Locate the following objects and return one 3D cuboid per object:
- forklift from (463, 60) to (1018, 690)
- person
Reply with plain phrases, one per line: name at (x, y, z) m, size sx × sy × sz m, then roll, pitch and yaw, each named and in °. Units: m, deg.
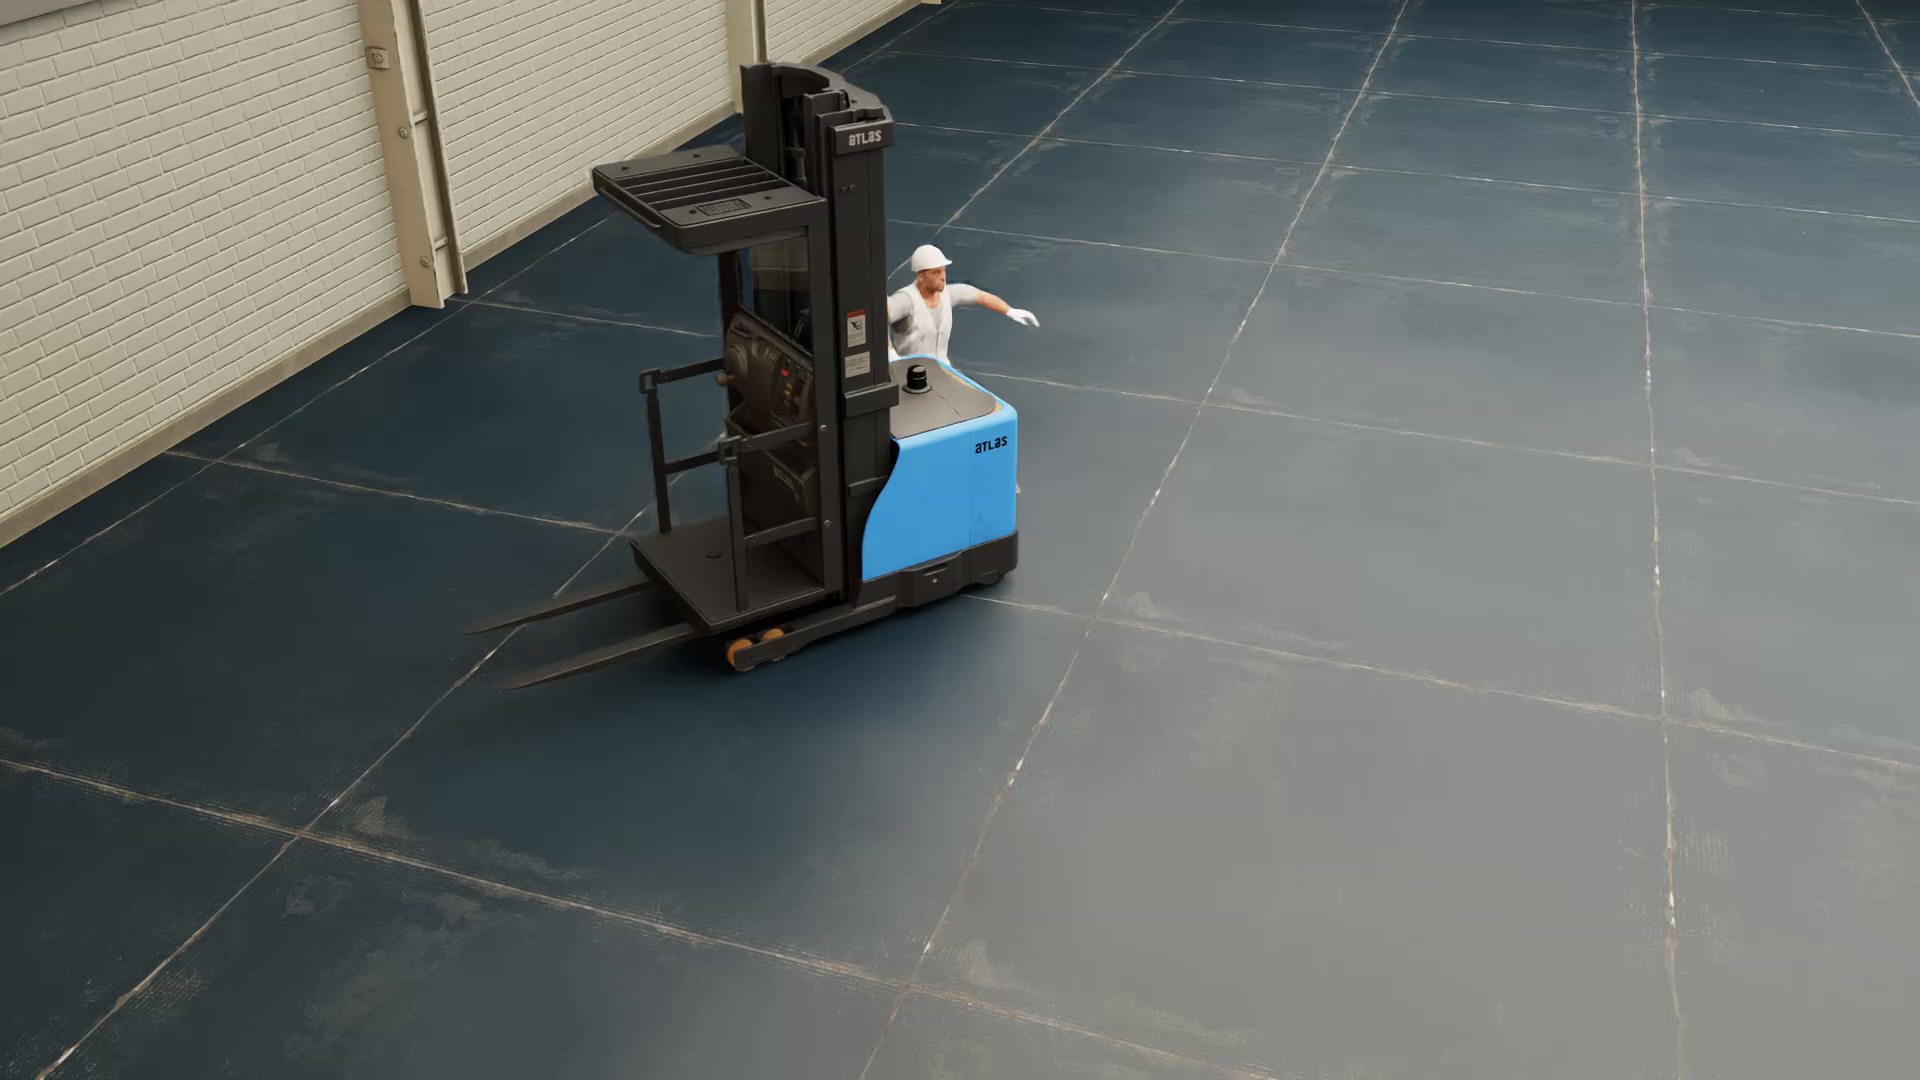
forklift at (-1.184, -0.872, 8.666) m, size 3.031 × 2.935 × 1.130 m, roll -18°, pitch 34°, yaw -28°
person at (-0.043, -1.002, 10.289) m, size 0.860 × 1.564 × 1.133 m, roll 21°, pitch 36°, yaw 32°
